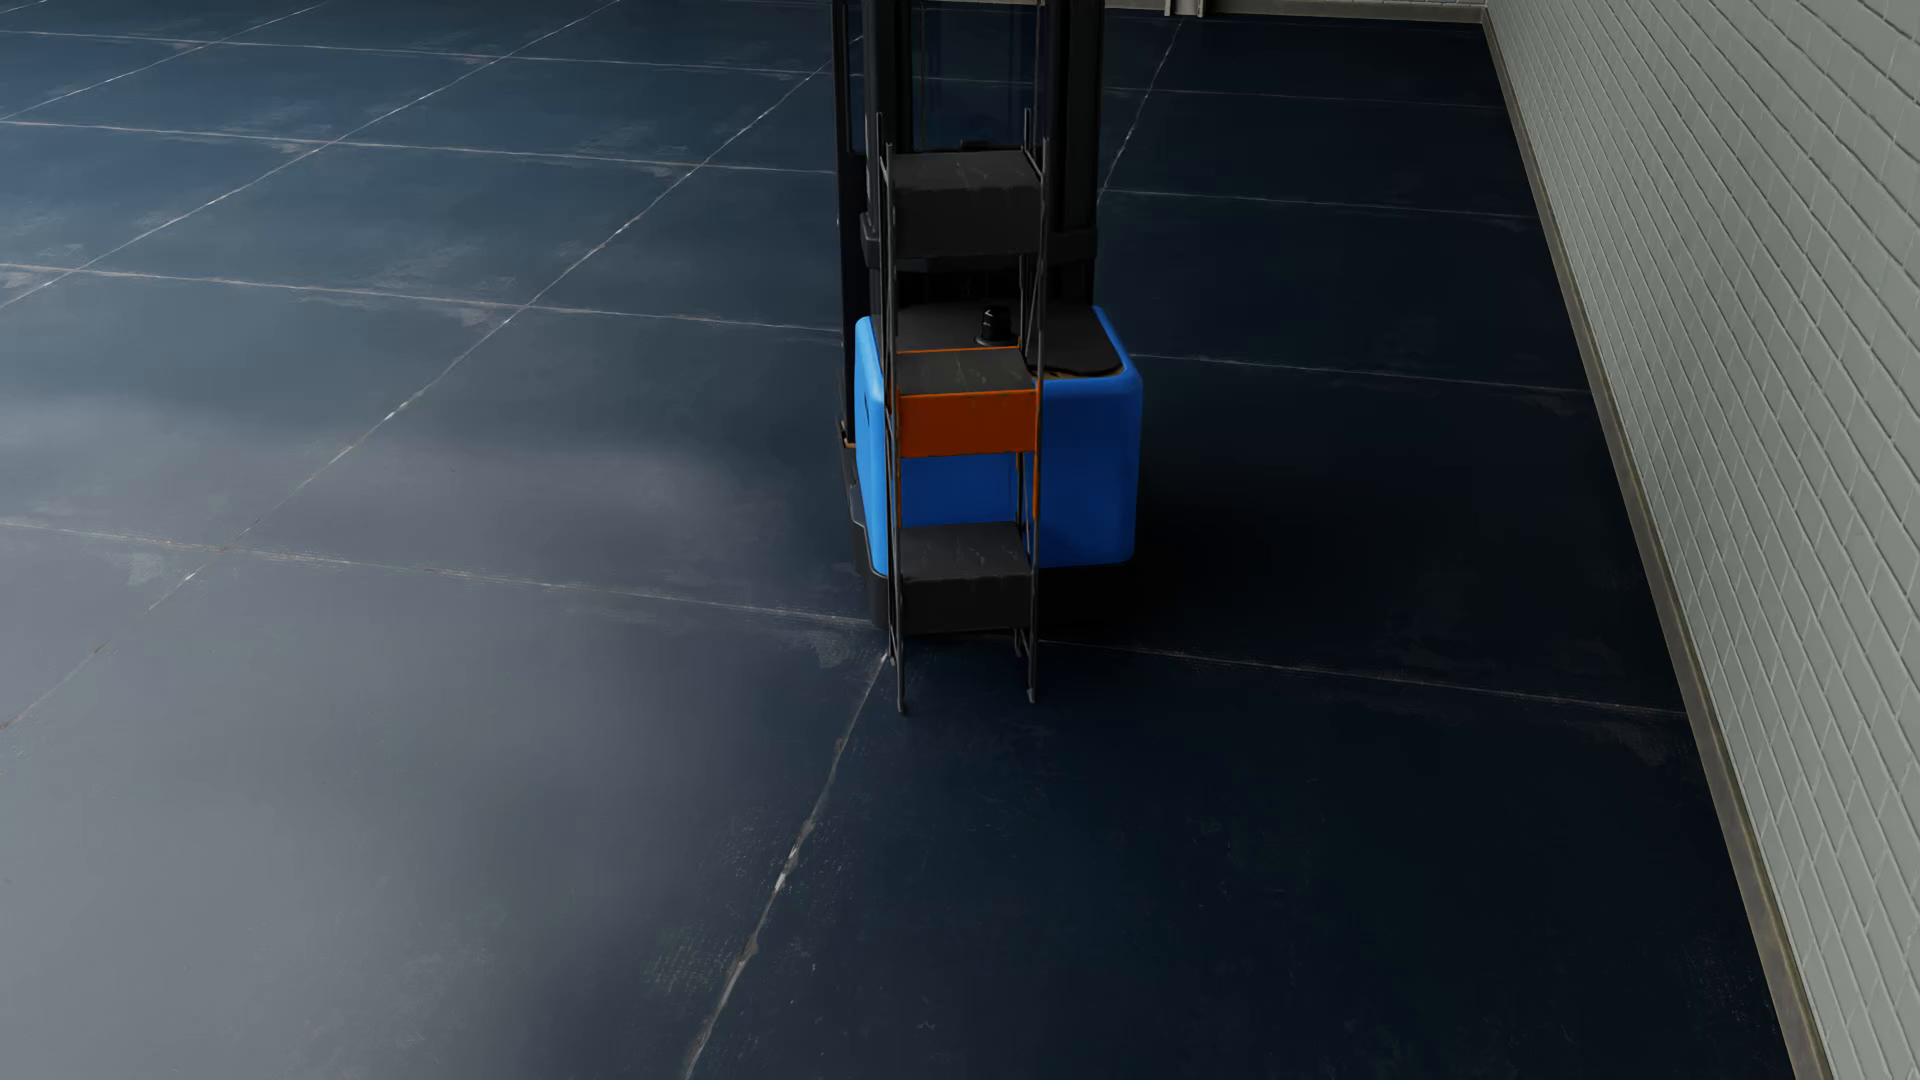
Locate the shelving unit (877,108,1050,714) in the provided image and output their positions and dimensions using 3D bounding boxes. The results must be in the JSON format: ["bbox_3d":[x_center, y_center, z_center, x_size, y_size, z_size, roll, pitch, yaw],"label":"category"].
[{"bbox_3d":[0.003,-0.394,5.783,0.503,2.100,0.431,-3,29,-6],"label":"shelving unit"}]

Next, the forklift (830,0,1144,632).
[{"bbox_3d":[-0.001,-1.610,7.139,1.130,2.935,3.031,-3,29,-6],"label":"forklift"}]

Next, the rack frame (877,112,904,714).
[{"bbox_3d":[-0.239,-0.379,5.756,0.015,2.100,0.400,-3,29,-6],"label":"rack frame"}]

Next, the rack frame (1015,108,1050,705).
[{"bbox_3d":[0.245,-0.408,5.809,0.015,2.100,0.400,-3,29,-6],"label":"rack frame"}]

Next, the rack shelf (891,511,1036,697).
[{"bbox_3d":[0.003,0.232,6.125,0.480,0.518,0.431,-3,29,-6],"label":"rack shelf"}]

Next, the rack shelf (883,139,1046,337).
[{"bbox_3d":[0.003,-0.996,5.453,0.480,0.518,0.431,-3,29,-6],"label":"rack shelf"}]

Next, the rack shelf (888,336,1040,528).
[{"bbox_3d":[0.003,-0.382,5.789,0.480,0.518,0.431,-3,29,-6],"label":"rack shelf"}]

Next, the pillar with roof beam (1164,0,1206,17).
[{"bbox_3d":[1.430,-7.372,11.346,0.400,9.000,9.100,6,29,11],"label":"pillar with roof beam"}]
